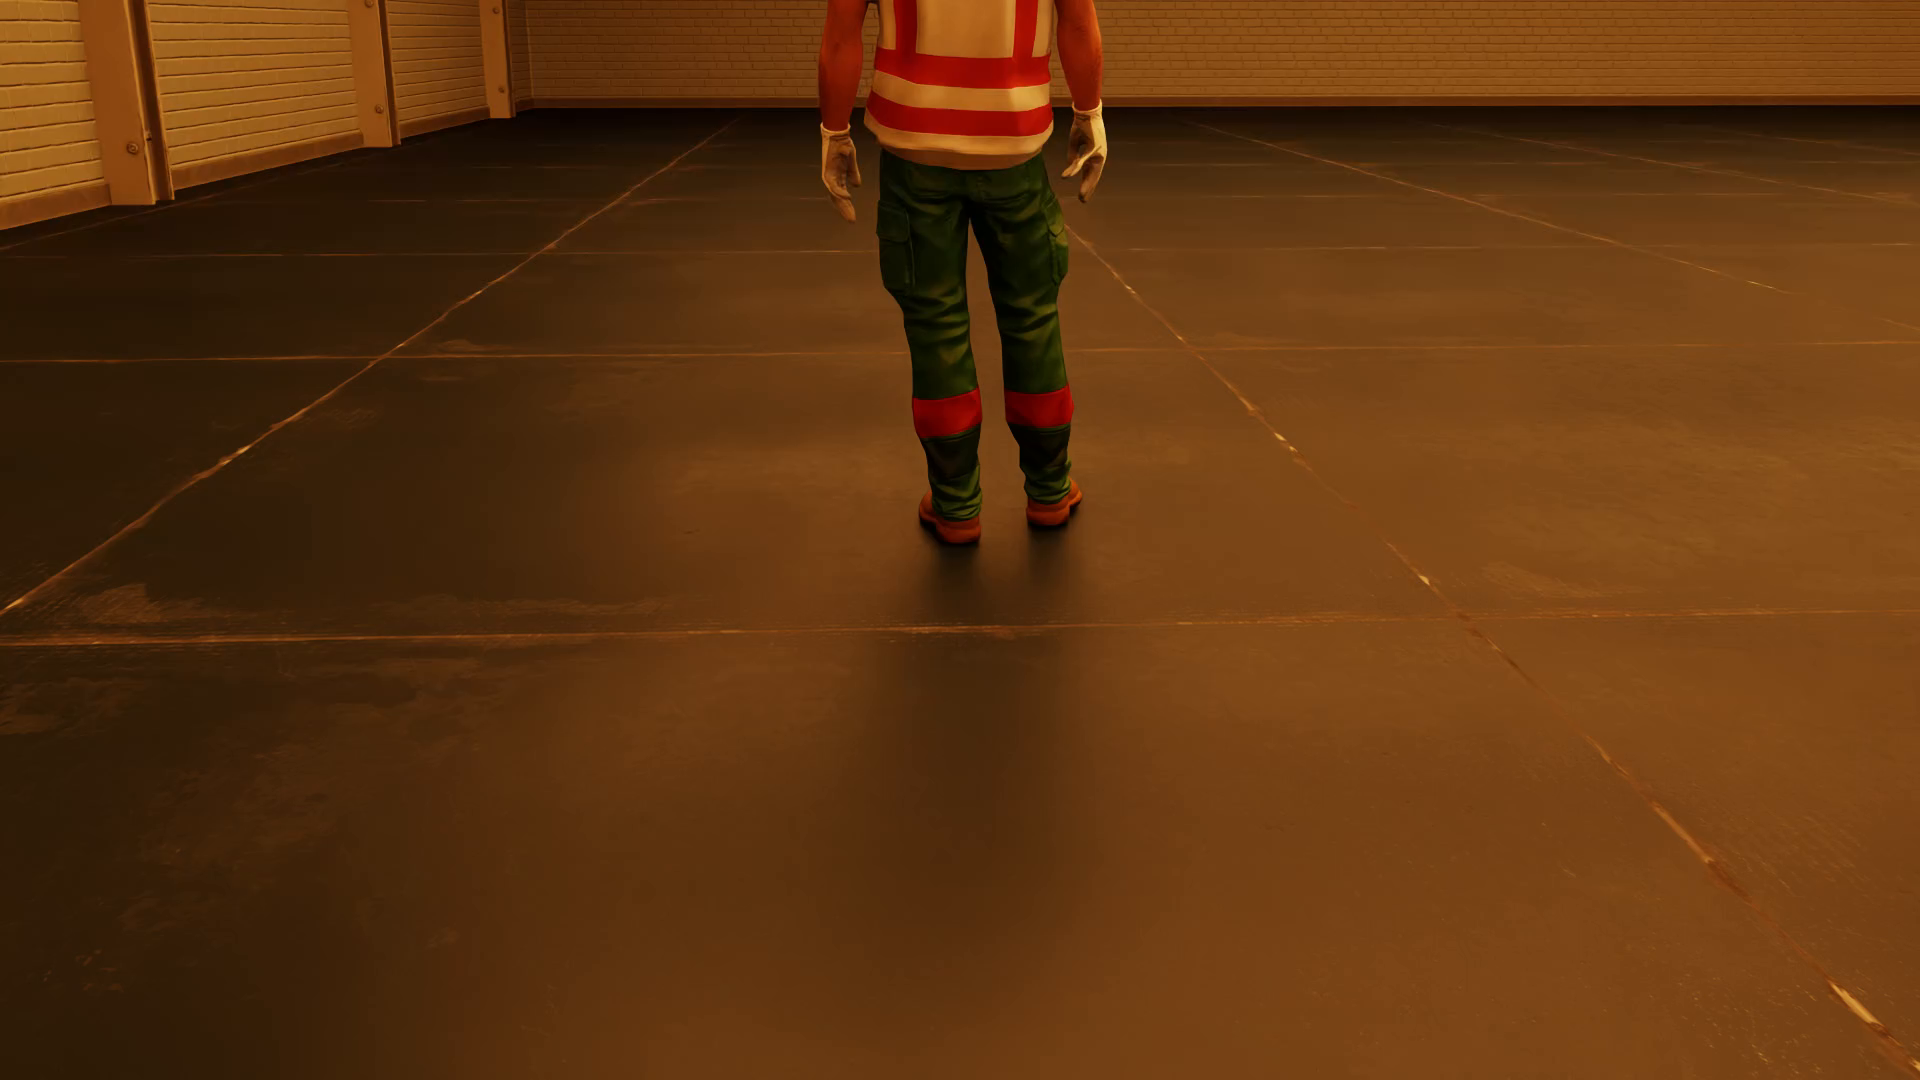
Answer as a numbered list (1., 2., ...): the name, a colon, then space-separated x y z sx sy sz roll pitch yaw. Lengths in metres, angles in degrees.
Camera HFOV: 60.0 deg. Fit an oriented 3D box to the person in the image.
1. person: 0.008 -0.887 3.732 0.637 1.790 0.562 -1 17 -3
